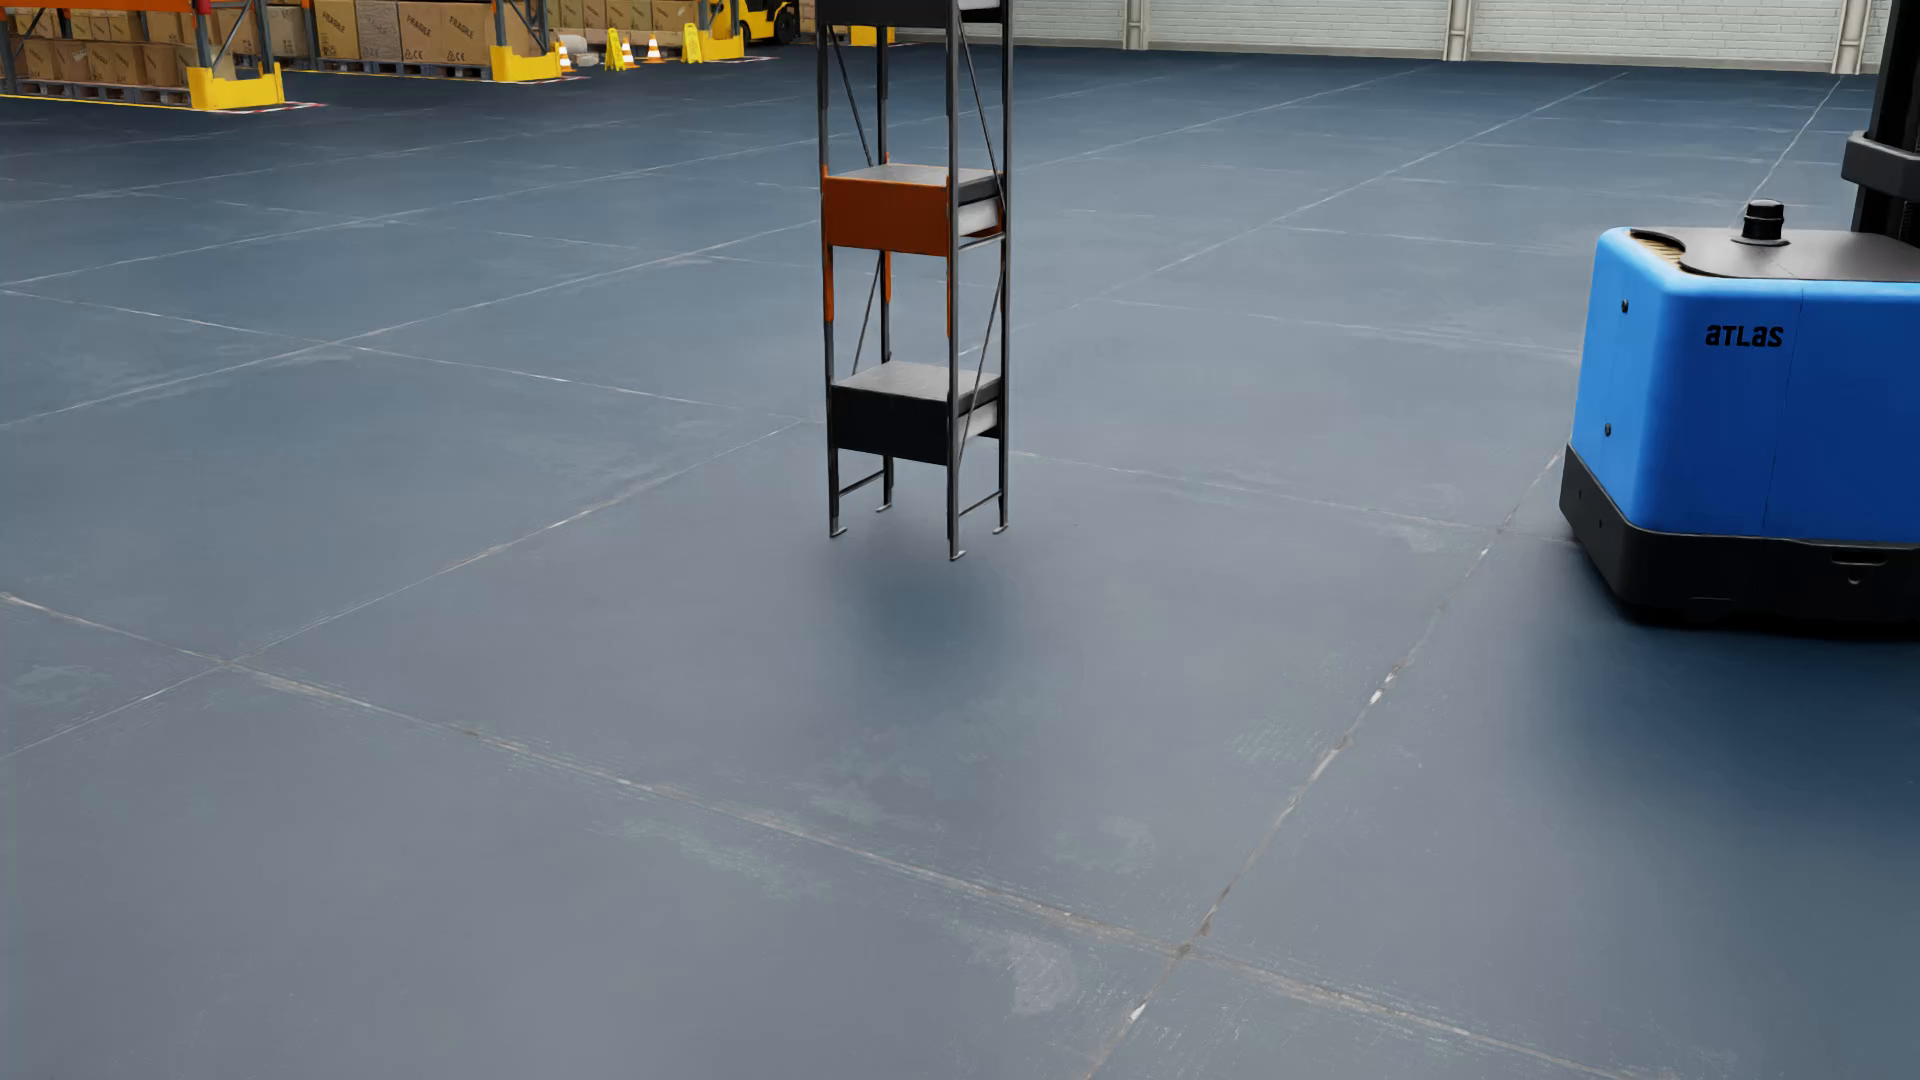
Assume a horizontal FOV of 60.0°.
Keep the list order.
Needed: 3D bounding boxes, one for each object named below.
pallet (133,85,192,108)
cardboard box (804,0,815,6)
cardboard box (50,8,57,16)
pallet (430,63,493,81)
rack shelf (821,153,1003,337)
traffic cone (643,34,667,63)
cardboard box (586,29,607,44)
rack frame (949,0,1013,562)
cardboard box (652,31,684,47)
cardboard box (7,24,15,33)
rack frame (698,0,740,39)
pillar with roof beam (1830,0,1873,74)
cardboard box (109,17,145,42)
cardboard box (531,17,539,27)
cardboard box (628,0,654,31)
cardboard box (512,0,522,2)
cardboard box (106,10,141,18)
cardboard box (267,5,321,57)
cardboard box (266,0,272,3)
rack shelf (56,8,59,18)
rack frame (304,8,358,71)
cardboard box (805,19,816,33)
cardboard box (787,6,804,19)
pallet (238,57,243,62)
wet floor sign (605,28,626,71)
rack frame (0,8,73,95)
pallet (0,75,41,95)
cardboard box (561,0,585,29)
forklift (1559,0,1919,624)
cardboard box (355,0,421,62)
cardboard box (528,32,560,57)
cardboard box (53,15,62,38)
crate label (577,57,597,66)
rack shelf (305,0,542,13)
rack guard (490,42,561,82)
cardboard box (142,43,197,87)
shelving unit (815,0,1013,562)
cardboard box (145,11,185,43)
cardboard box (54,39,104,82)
[{"bbox_3d":[-9.760,-5.711,21.298,1.213,0.211,1.003,11,23,27],"label":"pallet"},{"bbox_3d":[-2.754,-10.733,33.006,0.500,0.250,0.500,11,23,28],"label":"cardboard box"},{"bbox_3d":[-15.546,-9.318,29.104,0.500,0.250,0.500,12,23,29],"label":"cardboard box"},{"bbox_3d":[-7.231,-7.122,25.189,1.213,0.211,1.003,11,23,27],"label":"pallet"},{"bbox_3d":[-0.145,-1.002,5.588,0.480,0.518,0.431,11,23,27],"label":"rack shelf"},{"bbox_3d":[-5.174,-8.308,28.090,0.334,0.463,0.336,11,23,27],"label":"traffic cone"},{"bbox_3d":[-6.342,-9.032,29.782,0.500,0.250,0.500,10,22,27],"label":"cardboard box"},{"bbox_3d":[0.069,-0.974,5.471,0.015,2.100,0.400,11,23,27],"label":"rack frame"},{"bbox_3d":[-5.027,-8.776,29.078,0.500,0.250,0.500,11,23,27],"label":"cardboard box"},{"bbox_3d":[-17.401,-9.273,30.159,0.250,0.149,0.380,11,23,28],"label":"cardboard box"},{"bbox_3d":[-4.169,-9.813,28.519,0.127,3.000,1.000,11,23,27],"label":"rack frame"},{"bbox_3d":[11.695,-10.221,20.845,0.400,9.000,9.100,11,23,27],"label":"pillar with roof beam"},{"bbox_3d":[-14.181,-8.707,28.520,0.500,0.500,0.500,11,23,27],"label":"cardboard box"},{"bbox_3d":[-8.120,-9.527,30.968,0.625,0.372,0.950,11,23,28],"label":"cardboard box"},{"bbox_3d":[-5.453,-9.212,29.179,0.500,0.500,0.500,12,23,29],"label":"cardboard box"},{"bbox_3d":[-9.642,-11.737,36.873,0.500,0.500,0.500,10,22,26],"label":"cardboard box"},{"bbox_3d":[-14.204,-9.064,28.403,0.500,0.250,0.500,10,22,26],"label":"cardboard box"},{"bbox_3d":[-10.573,-8.204,26.767,0.750,0.750,1.050,11,23,27],"label":"cardboard box"},{"bbox_3d":[-14.065,-10.928,34.093,0.875,0.875,0.875,12,23,29],"label":"cardboard box"},{"bbox_3d":[-14.240,-7.523,23.260,4.000,0.370,1.077,11,23,27],"label":"rack shelf"},{"bbox_3d":[-9.987,-8.988,26.244,0.127,3.000,1.000,11,23,27],"label":"rack frame"},{"bbox_3d":[-2.745,-10.266,33.184,0.500,0.250,0.500,11,23,27],"label":"cardboard box"},{"bbox_3d":[-3.223,-10.586,33.332,0.500,0.250,0.500,10,22,26],"label":"cardboard box"},{"bbox_3d":[-12.828,-8.189,28.131,1.213,0.211,1.003,11,23,27],"label":"pallet"},{"bbox_3d":[-5.504,-7.801,26.424,0.232,0.644,0.267,7,21,18],"label":"wet floor sign"},{"bbox_3d":[-12.494,-7.528,22.220,0.127,3.000,1.000,11,23,27],"label":"rack frame"},{"bbox_3d":[-13.175,-6.346,23.051,1.213,0.211,1.003,11,23,27],"label":"pallet"},{"bbox_3d":[-6.805,-9.472,29.895,0.500,0.500,0.500,12,23,29],"label":"cardboard box"},{"bbox_3d":[3.600,-1.217,4.921,3.031,2.935,1.130,3,20,7],"label":"forklift"},{"bbox_3d":[-8.683,-7.912,25.779,0.875,0.875,0.875,11,23,28],"label":"cardboard box"},{"bbox_3d":[-6.937,-8.178,27.673,0.637,0.503,0.797,-4,20,-10],"label":"cardboard box"},{"bbox_3d":[-15.529,-8.968,29.240,0.500,0.500,0.500,11,23,28],"label":"cardboard box"},{"bbox_3d":[-6.135,-7.880,27.389,0.298,0.136,0.250,0,20,-1],"label":"crate label"},{"bbox_3d":[-8.241,-8.317,25.450,4.000,0.370,1.077,11,23,27],"label":"rack shelf"},{"bbox_3d":[-6.474,-7.144,24.826,0.348,0.500,1.175,11,23,27],"label":"rack guard"},{"bbox_3d":[-10.078,-6.083,21.287,0.500,0.500,0.500,18,27,41],"label":"cardboard box"},{"bbox_3d":[-0.145,-1.015,5.583,0.503,2.100,0.431,11,23,27],"label":"shelving unit"},{"bbox_3d":[-12.991,-8.665,28.037,0.750,0.750,1.050,10,22,27],"label":"cardboard box"},{"bbox_3d":[-11.661,-6.379,22.102,0.500,0.500,0.500,-17,26,-39],"label":"cardboard box"}]
